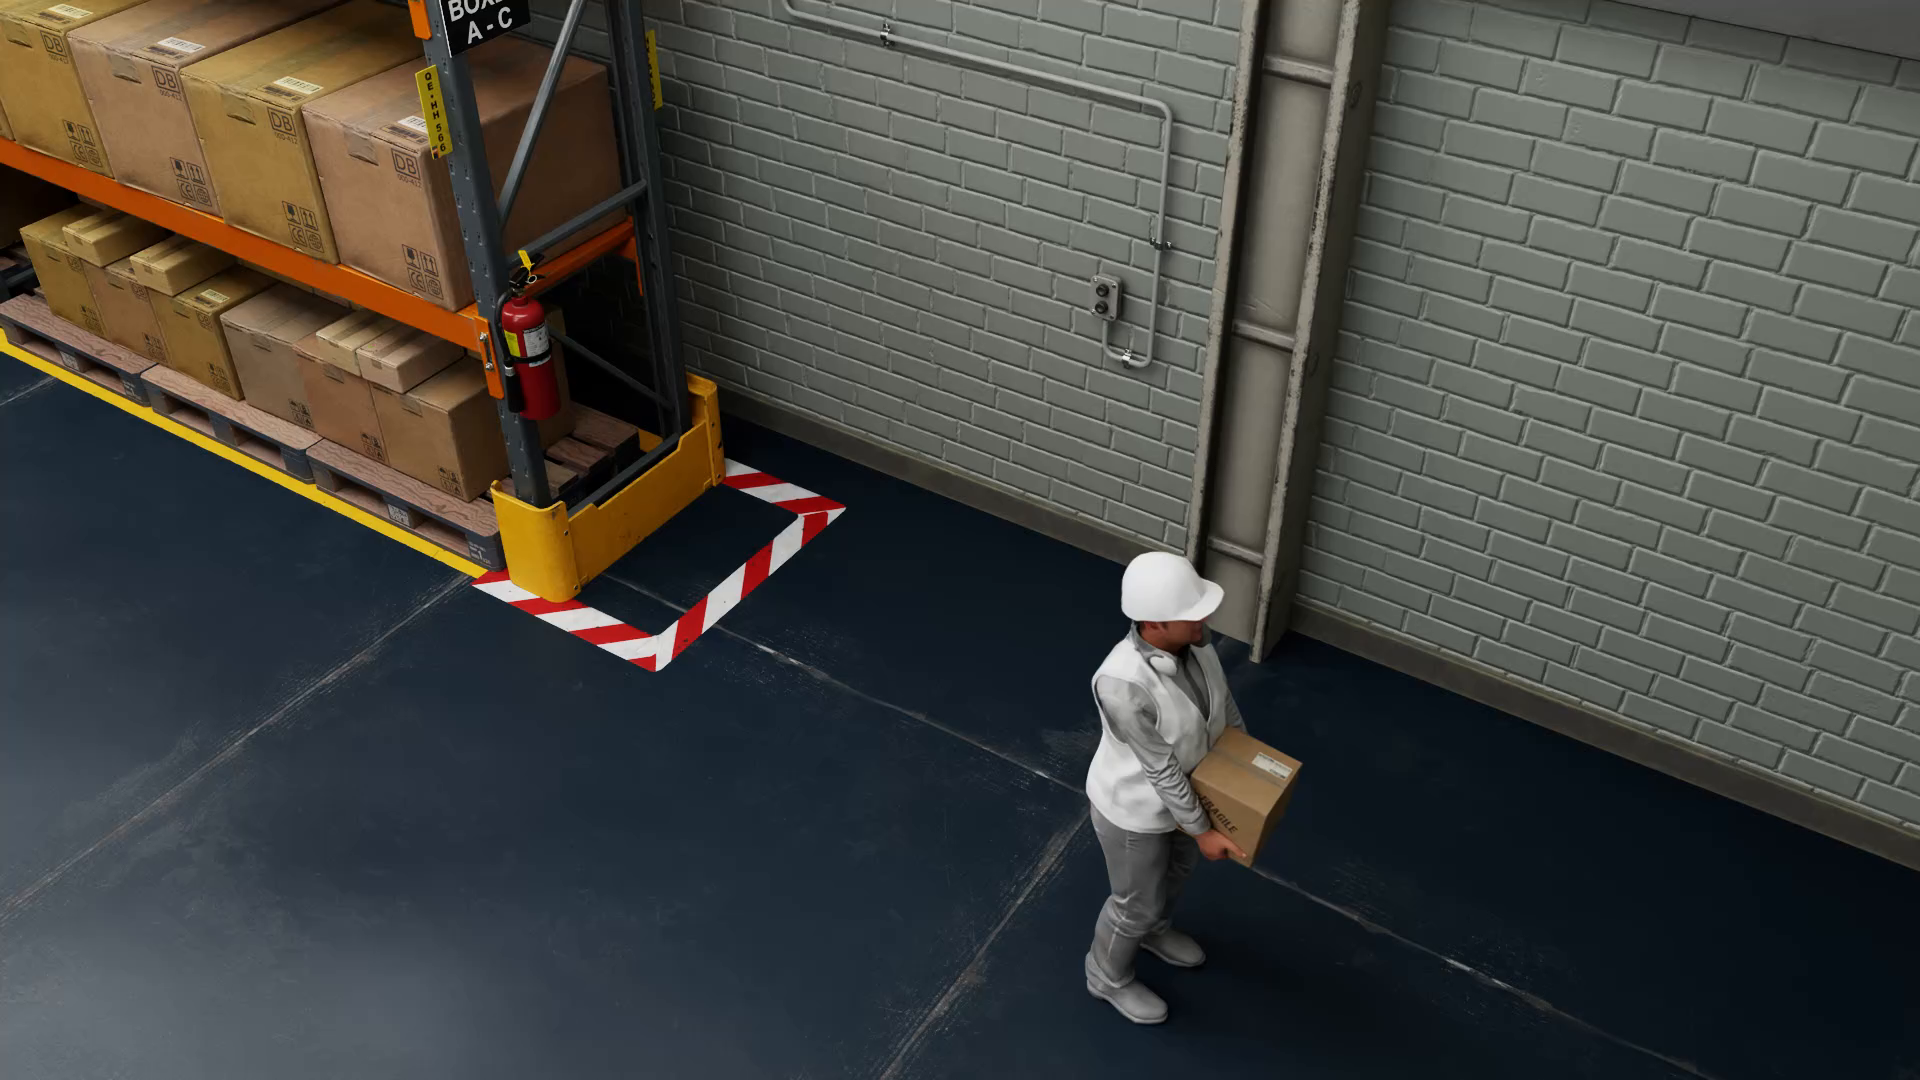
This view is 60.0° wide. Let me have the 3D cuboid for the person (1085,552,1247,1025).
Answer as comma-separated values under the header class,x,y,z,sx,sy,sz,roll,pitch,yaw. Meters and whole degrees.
class,x,y,z,sx,sy,sz,roll,pitch,yaw
person,0.689,0.794,5.126,0.554,1.768,0.495,22,43,25
